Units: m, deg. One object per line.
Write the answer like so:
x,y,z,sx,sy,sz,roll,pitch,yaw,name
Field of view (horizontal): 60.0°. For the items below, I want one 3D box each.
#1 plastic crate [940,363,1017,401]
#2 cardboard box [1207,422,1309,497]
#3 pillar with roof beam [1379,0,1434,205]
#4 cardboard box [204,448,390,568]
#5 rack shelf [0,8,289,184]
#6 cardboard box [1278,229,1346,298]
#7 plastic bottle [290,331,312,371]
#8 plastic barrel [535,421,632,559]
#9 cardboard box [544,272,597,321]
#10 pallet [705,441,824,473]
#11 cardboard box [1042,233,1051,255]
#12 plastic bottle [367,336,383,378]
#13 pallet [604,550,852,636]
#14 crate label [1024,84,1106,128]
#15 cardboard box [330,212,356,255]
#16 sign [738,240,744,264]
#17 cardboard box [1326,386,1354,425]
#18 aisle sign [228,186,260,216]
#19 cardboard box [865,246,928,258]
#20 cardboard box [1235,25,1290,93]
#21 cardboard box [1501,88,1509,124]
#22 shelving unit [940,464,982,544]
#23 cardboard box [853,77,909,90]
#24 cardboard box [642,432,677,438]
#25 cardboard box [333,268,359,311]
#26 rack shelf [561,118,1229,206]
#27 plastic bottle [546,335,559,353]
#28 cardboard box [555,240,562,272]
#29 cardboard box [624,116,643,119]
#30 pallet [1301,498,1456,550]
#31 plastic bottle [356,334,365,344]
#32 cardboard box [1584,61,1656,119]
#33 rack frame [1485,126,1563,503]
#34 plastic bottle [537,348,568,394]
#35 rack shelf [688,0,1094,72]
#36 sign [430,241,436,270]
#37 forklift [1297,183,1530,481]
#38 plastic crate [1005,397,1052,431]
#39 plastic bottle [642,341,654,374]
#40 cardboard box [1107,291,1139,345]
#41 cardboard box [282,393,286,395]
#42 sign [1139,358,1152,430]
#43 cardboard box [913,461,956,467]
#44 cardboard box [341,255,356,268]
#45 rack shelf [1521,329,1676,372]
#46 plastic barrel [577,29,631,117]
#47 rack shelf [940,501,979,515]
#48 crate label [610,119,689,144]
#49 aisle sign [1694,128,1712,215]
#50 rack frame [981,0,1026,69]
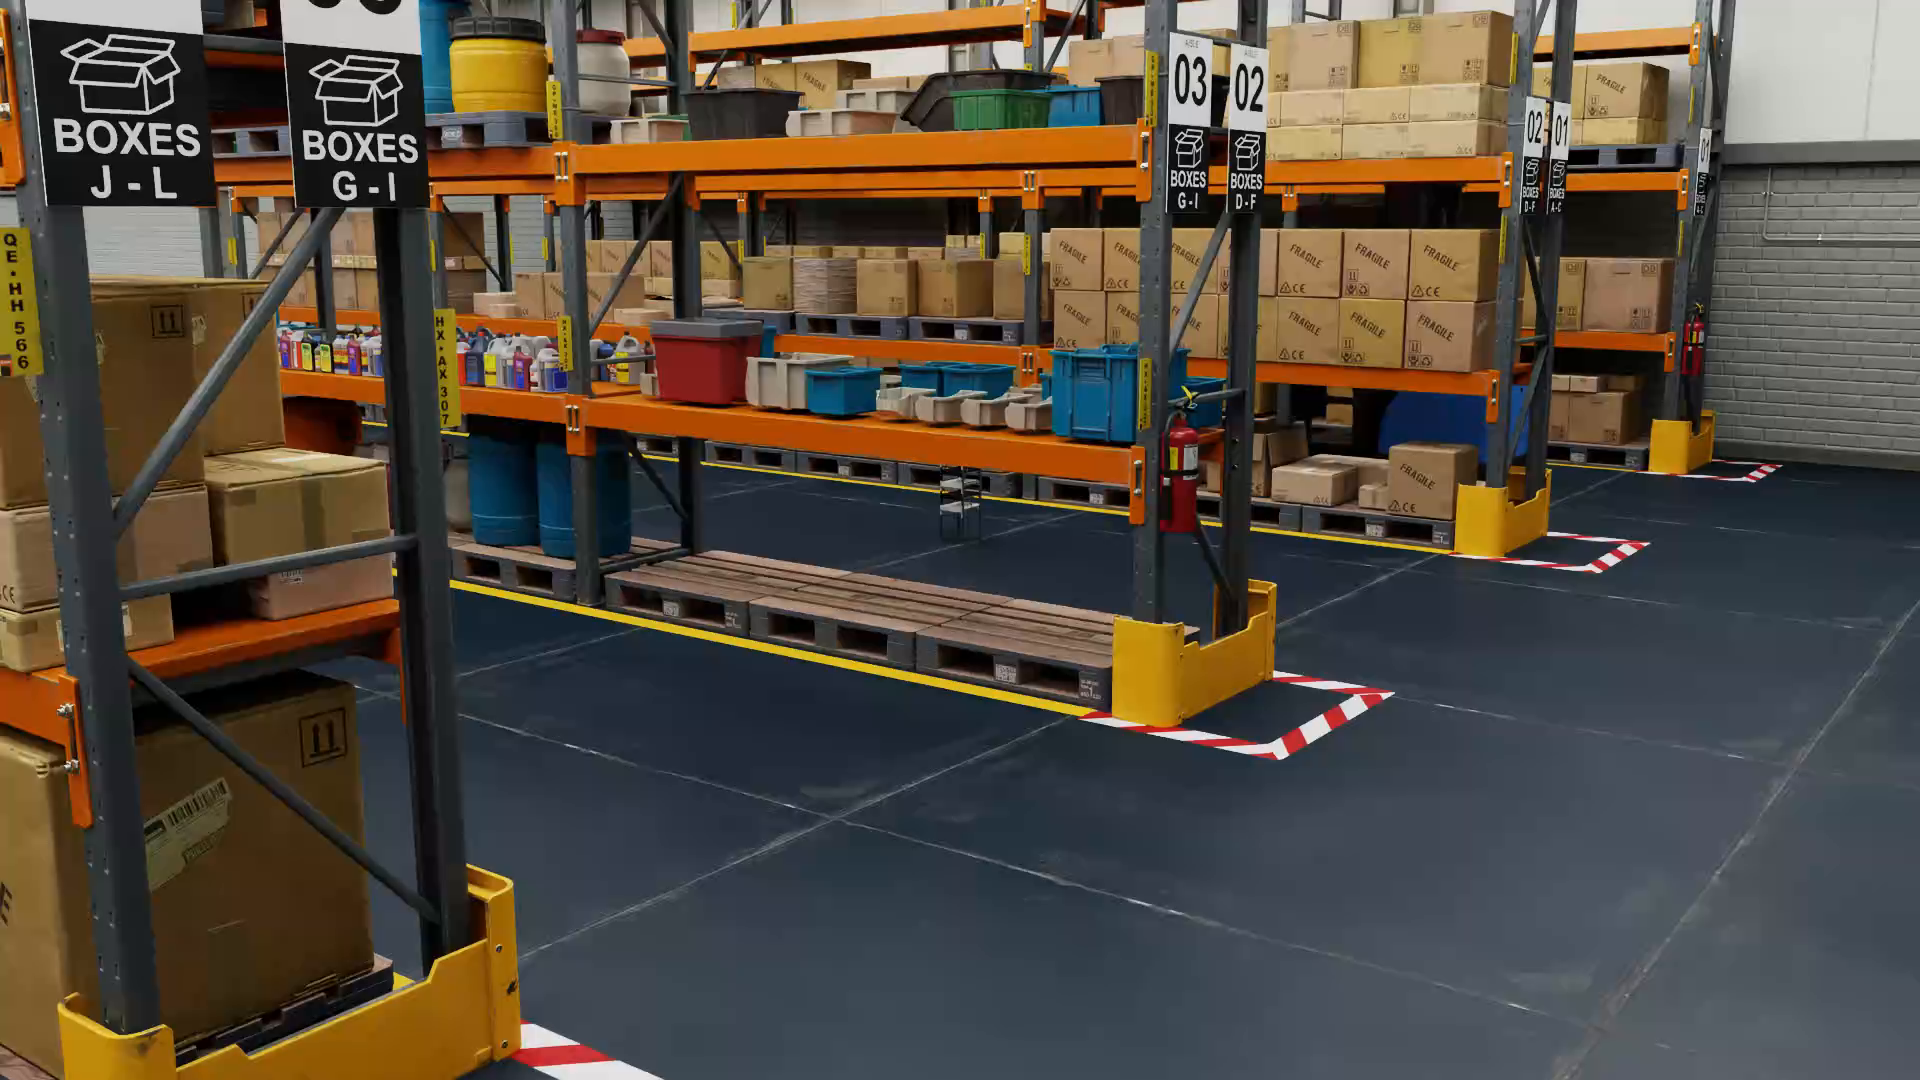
0.105,-0.857,9.343,0.300,0.233,0.416,8,13,36,plastic crate
2.399,-0.671,13.513,0.637,0.503,0.797,8,13,36,cardboard box
2.338,-4.990,14.629,0.400,9.000,9.100,8,13,36,pillar with roof beam
-1.988,-0.093,4.723,0.500,0.250,0.500,8,13,34,cardboard box
-3.373,-1.269,5.190,4.000,0.370,1.077,8,13,36,rack shelf
2.755,-2.103,12.608,0.500,0.500,0.500,8,14,37,cardboard box
-4.747,-1.371,12.048,0.135,0.276,0.152,8,13,36,plastic bottle
-2.482,-0.373,10.977,0.708,0.901,0.600,8,13,36,plastic barrel
-4.129,-2.635,17.989,0.500,0.500,0.500,8,14,36,cardboard box
-1.763,-0.882,16.531,1.213,0.211,1.003,8,13,36,pallet
1.233,-3.522,19.762,0.500,0.250,0.500,8,13,35,cardboard box
-4.002,-1.268,11.511,0.135,0.276,0.152,8,13,36,plastic bottle
-1.438,0.313,10.356,1.213,0.211,1.003,8,13,36,pallet
0.618,-2.236,8.684,0.502,0.251,0.408,8,13,36,crate label
-7.142,-3.694,20.050,0.500,0.500,0.700,8,14,36,cardboard box
-2.953,-3.890,22.461,0.005,0.325,0.100,8,13,36,sign
4.352,-1.529,18.009,0.500,0.500,0.700,8,14,36,cardboard box
-9.025,-4.477,20.928,0.004,0.787,0.394,8,13,36,aisle sign
-0.816,-3.552,21.573,0.500,0.500,0.700,8,13,36,cardboard box
2.515,-3.688,12.905,0.500,0.500,0.700,8,13,36,cardboard box
3.845,-3.183,12.267,0.500,0.250,0.500,8,13,36,cardboard box
0.007,-0.441,12.439,0.210,0.900,0.258,8,13,36,shelving unit
-0.558,-3.885,15.186,0.600,0.600,0.600,7,13,33,cardboard box
-2.911,-1.218,17.064,0.500,0.250,0.500,8,14,37,cardboard box
-7.173,-3.061,20.191,0.500,0.500,0.700,8,14,37,cardboard box
-0.442,-2.027,9.109,4.000,0.370,1.077,8,13,36,rack shelf
-2.813,-1.282,11.566,0.133,0.283,0.061,8,13,36,plastic bottle
-5.655,-4.203,24.727,0.500,0.500,0.500,8,14,36,cardboard box
-4.901,-5.821,23.873,0.500,0.500,0.500,8,14,37,cardboard box
3.401,-0.170,12.853,1.213,0.211,1.003,8,13,36,pallet
-4.617,-1.489,12.852,0.097,0.201,0.097,0,11,0,plastic bottle
6.283,-4.263,15.821,0.500,0.500,0.500,8,13,35,cardboard box
4.105,-1.441,12.081,0.127,3.000,1.000,8,13,36,rack frame
-2.563,-1.067,10.473,0.135,0.276,0.152,8,13,36,plastic bottle
-0.731,-4.511,15.104,4.000,0.370,1.077,8,13,36,rack shelf
-5.894,-3.169,18.525,0.005,0.325,0.100,8,13,36,sign
3.743,-2.051,15.413,3.031,2.935,1.130,9,14,39,forklift
0.406,-0.647,8.513,0.243,0.136,0.396,8,13,36,plastic crate
-2.097,-1.182,11.050,0.133,0.283,0.061,8,13,36,plastic bottle
1.545,-1.784,13.589,0.500,0.500,0.500,8,14,37,cardboard box
-8.490,-2.002,21.113,0.500,0.250,0.500,8,13,36,cardboard box
0.858,-0.677,7.703,0.005,0.325,0.100,8,13,36,sign
-0.080,-0.948,14.955,0.500,0.500,0.500,8,14,36,cardboard box
-7.151,-3.328,19.863,0.250,0.149,0.380,8,14,37,cardboard box
5.422,-2.071,17.234,4.000,0.370,1.077,8,13,36,rack shelf
-2.330,-2.976,10.654,0.433,0.535,0.433,0,11,0,plastic barrel
0.007,-0.231,12.480,0.200,0.077,0.258,8,13,36,rack shelf
-1.830,-2.377,9.715,0.466,0.136,0.293,8,13,36,crate label
6.915,-3.422,15.477,0.004,0.787,0.394,8,13,36,aisle sign
0.586,-6.045,20.082,0.127,3.000,1.000,8,13,36,rack frame
